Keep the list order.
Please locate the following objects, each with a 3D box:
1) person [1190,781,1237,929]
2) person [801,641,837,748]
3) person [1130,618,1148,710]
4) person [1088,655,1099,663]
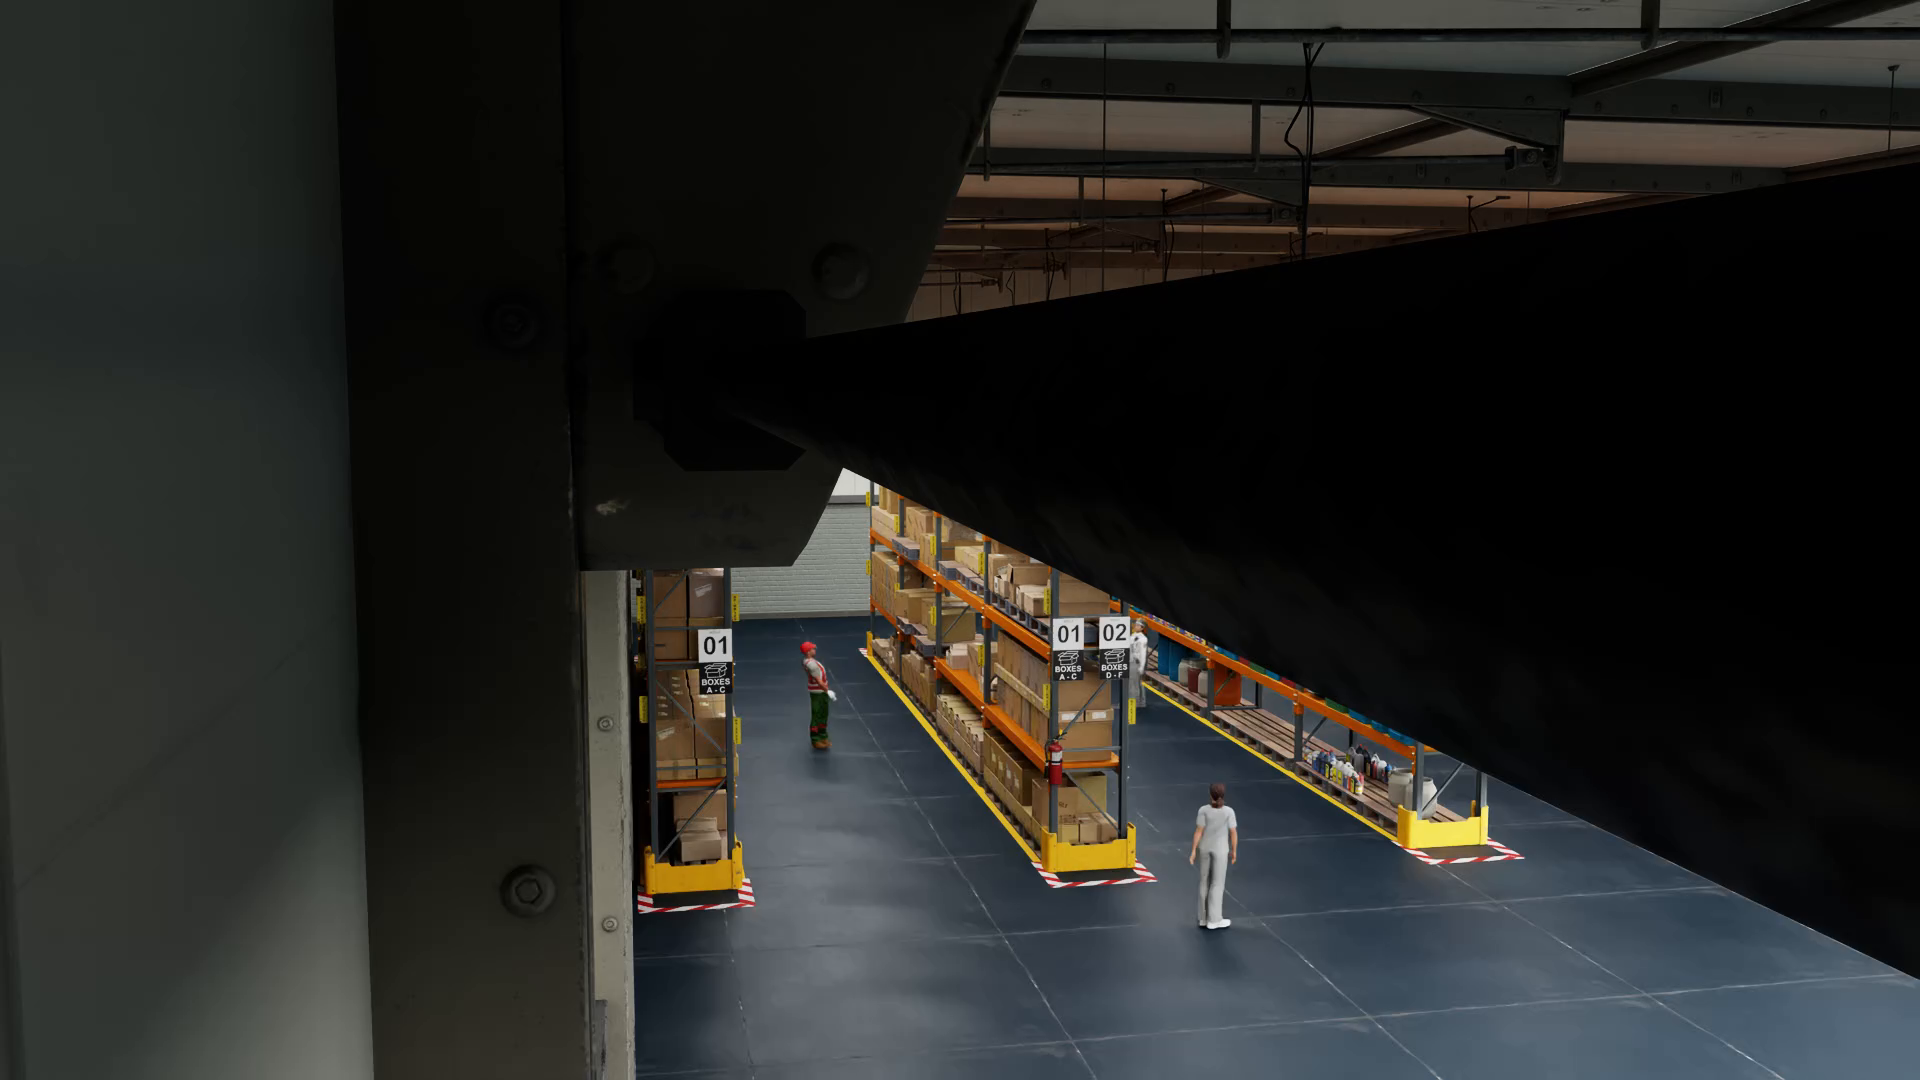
[{"bbox_3d":[2.874,3.539,18.780,0.485,1.671,0.352,3,7,27],"label":"person"},{"bbox_3d":[-2.319,2.574,27.643,0.662,1.803,0.592,1,6,12],"label":"person"},{"bbox_3d":[3.233,2.282,30.772,0.511,1.682,0.496,-1,6,-9],"label":"person"},{"bbox_3d":[2.783,1.869,35.128,0.355,1.602,0.439,-4,7,-33],"label":"person"}]
